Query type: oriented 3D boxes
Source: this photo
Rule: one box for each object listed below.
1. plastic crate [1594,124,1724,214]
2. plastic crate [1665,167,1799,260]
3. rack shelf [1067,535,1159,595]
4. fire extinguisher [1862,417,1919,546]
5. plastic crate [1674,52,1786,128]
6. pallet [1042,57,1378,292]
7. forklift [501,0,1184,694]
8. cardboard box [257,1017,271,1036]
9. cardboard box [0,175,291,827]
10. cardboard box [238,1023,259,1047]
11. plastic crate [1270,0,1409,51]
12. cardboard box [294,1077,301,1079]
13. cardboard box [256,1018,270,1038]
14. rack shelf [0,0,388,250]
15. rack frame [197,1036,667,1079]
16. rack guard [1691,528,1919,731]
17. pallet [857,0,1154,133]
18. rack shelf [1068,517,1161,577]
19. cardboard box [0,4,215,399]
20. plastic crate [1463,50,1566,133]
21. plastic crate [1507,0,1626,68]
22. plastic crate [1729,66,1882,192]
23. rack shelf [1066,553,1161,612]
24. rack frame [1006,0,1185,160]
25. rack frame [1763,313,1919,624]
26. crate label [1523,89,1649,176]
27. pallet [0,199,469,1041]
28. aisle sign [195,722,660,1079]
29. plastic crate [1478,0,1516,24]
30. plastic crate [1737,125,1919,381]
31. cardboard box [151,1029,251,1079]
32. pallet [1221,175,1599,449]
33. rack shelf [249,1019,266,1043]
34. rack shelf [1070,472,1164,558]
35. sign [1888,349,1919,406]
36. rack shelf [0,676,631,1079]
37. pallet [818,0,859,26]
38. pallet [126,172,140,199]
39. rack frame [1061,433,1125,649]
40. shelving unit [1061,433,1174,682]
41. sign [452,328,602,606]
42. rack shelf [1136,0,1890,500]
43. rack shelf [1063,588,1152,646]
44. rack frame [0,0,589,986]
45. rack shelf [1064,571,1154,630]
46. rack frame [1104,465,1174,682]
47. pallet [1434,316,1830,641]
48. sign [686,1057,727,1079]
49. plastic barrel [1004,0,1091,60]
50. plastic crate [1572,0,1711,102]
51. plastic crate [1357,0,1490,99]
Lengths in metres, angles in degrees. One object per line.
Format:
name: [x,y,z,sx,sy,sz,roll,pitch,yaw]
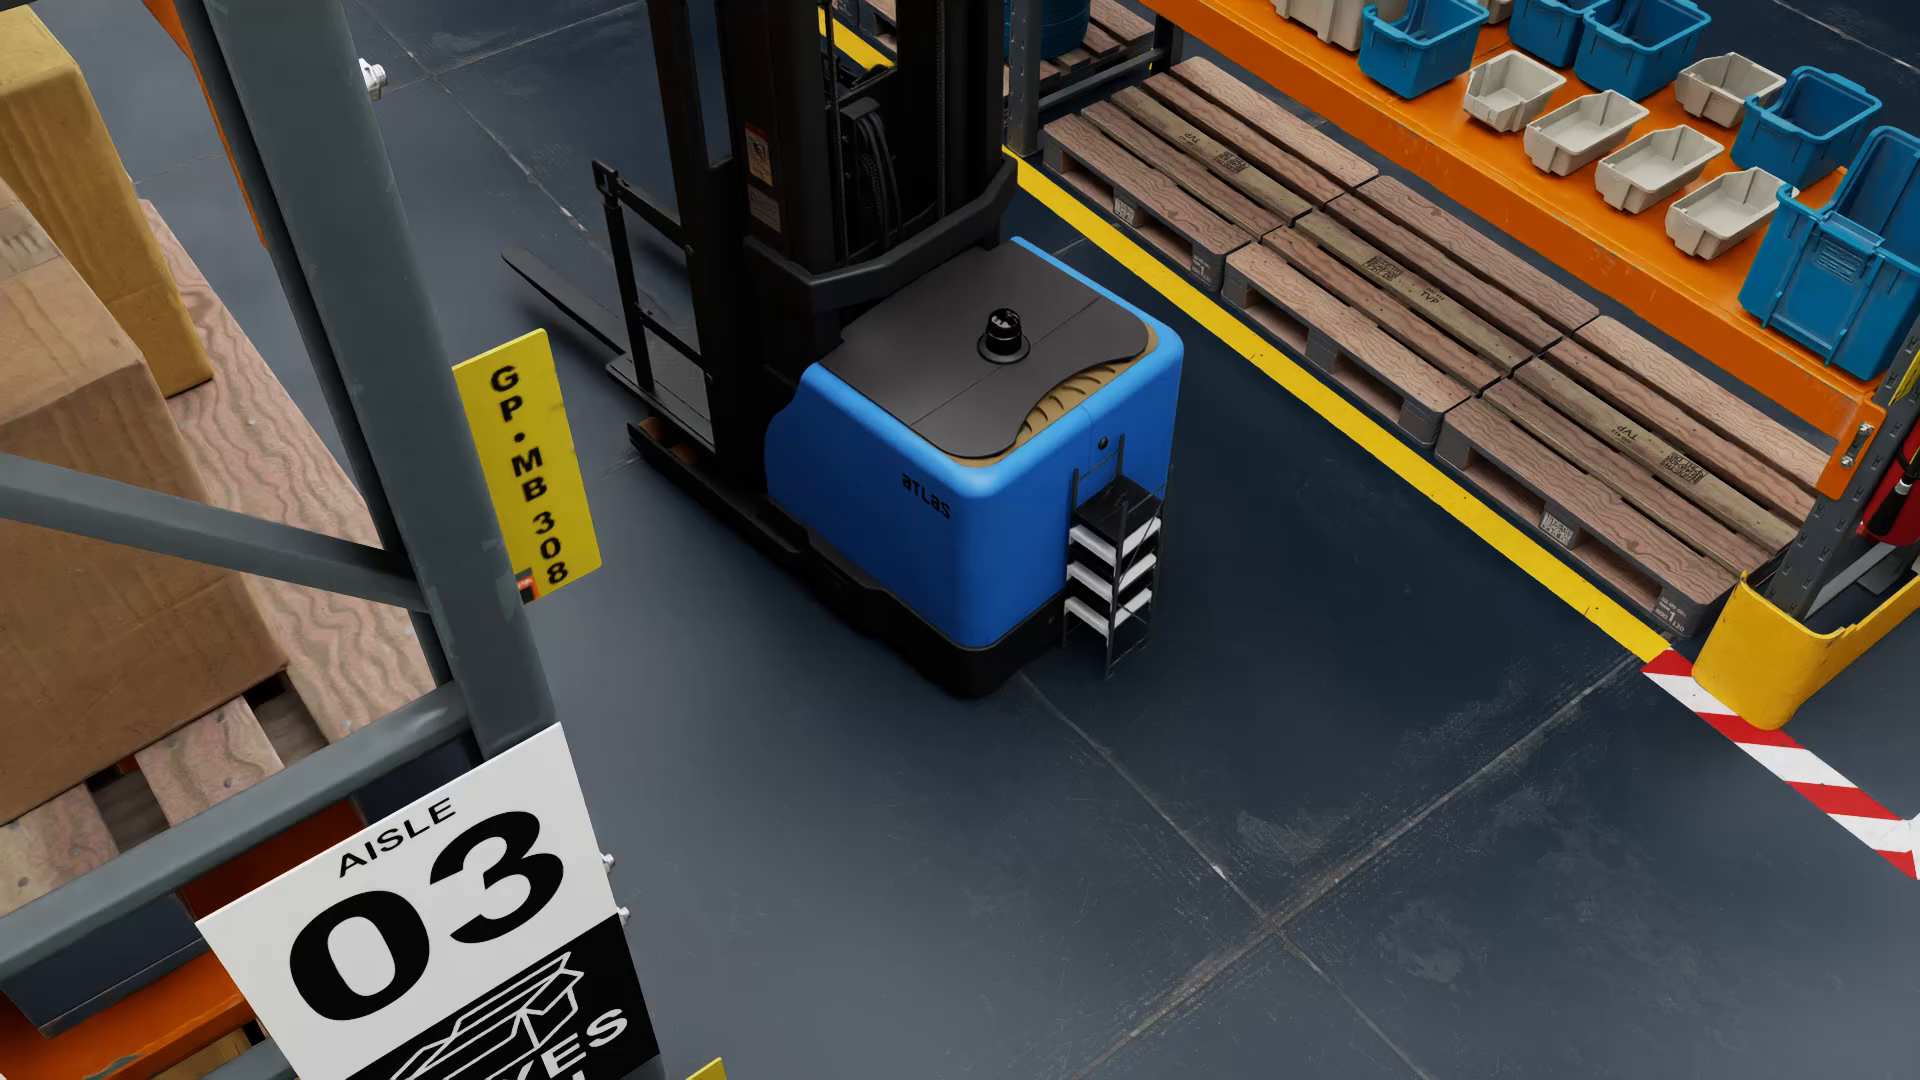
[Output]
plastic crate: [2.277,-1.218,5.467,0.396,0.136,0.243,-29,54,-24]
plastic crate: [2.441,-1.041,5.307,0.396,0.136,0.243,-29,54,-24]
rack shelf: [0.516,0.038,5.532,0.258,0.077,0.200,-36,57,-28]
fire extinguisher: [2.809,-0.266,4.770,0.296,0.674,0.183,-29,54,-24]
plastic crate: [2.652,-1.561,5.778,0.250,0.136,0.298,-29,54,-24]
pallet: [1.133,-1.716,7.663,1.003,0.211,1.213,-29,54,-24]
forklift: [-0.649,-1.444,5.581,1.130,2.935,3.031,-36,57,-28]
cardboard box: [-1.241,0.512,3.156,0.500,0.500,0.500,-31,55,-25]
cardboard box: [-1.220,0.014,1.770,0.700,0.500,0.500,-33,56,-26]
cardboard box: [-1.674,0.996,3.223,0.500,0.250,0.500,-30,55,-25]
plastic crate: [1.435,-2.066,6.138,0.437,0.282,0.530,-29,54,-24]
cardboard box: [-0.939,1.058,3.166,0.500,0.250,0.500,-31,55,-25]
cardboard box: [-1.259,0.755,3.442,0.500,0.250,0.500,-30,54,-24]
rack shelf: [-2.074,-1.306,2.116,1.077,0.370,4.000,-29,54,-24]
rack frame: [-0.863,1.512,2.855,1.000,3.000,0.127,-29,54,-24]
rack guard: [3.104,0.138,5.787,1.175,0.500,0.348,-29,54,-24]
pallet: [0.223,-2.605,8.470,1.003,0.211,1.213,-29,54,-24]
rack shelf: [0.516,-0.023,5.465,0.258,0.077,0.200,-36,57,-28]
cardboard box: [-1.465,-0.372,2.120,0.700,0.500,0.500,-31,55,-25]
plastic crate: [1.895,-1.538,5.757,0.298,0.136,0.250,-29,54,-24]
plastic crate: [2.213,-1.920,6.039,0.416,0.233,0.300,-29,54,-24]
plastic crate: [2.793,-1.355,5.526,0.416,0.233,0.300,-29,54,-24]
rack shelf: [0.516,0.098,5.598,0.258,0.077,0.200,-36,57,-28]
rack frame: [0.657,-3.068,7.007,1.000,3.000,0.127,-29,54,-24]
rack frame: [3.079,-0.710,4.869,1.000,3.000,0.127,-29,54,-24]
crate label: [2.089,-1.372,5.606,0.396,0.136,0.243,-29,54,-24]
pallet: [-1.320,0.101,2.169,1.003,0.211,1.213,-29,54,-24]
aisle sign: [-0.581,0.547,1.975,0.394,0.787,0.004,-29,54,-24]
plastic crate: [1.951,-2.108,6.274,0.293,0.136,0.466,-29,54,-24]
plastic crate: [2.728,-0.856,4.937,0.616,0.435,0.499,-29,54,-24]
cardboard box: [-1.367,1.041,2.676,0.500,0.500,0.500,-29,54,-24]
pallet: [1.876,-0.996,7.010,1.003,0.211,1.213,-29,54,-24]
rack shelf: [-2.074,0.574,4.190,1.077,0.370,4.000,-29,54,-24]
rack shelf: [0.516,-0.083,5.398,0.258,0.077,0.200,-36,57,-28]
sign: [2.651,-0.508,4.576,0.100,0.325,0.005,-29,54,-24]
rack shelf: [-2.074,-0.433,3.079,1.077,0.370,4.000,-29,54,-24]
pallet: [-0.520,-3.325,9.122,1.003,0.211,1.213,-29,54,-24]
pallet: [-2.063,-0.618,2.821,1.003,0.211,1.213,-29,54,-24]
rack frame: [0.445,0.023,5.622,0.240,0.900,0.006,-36,57,-28]
shelving unit: [0.516,0.076,5.574,0.258,0.900,0.210,-36,57,-28]
sign: [-0.418,-0.061,1.613,0.100,0.325,0.005,-29,54,-24]
rack shelf: [1.868,-1.648,6.205,1.077,0.370,4.000,-29,54,-24]
rack shelf: [0.516,0.219,5.732,0.258,0.077,0.200,-36,57,-28]
rack frame: [-0.863,-0.503,0.632,1.000,3.000,0.127,-29,54,-24]
rack shelf: [0.516,0.159,5.665,0.258,0.077,0.200,-36,57,-28]
rack frame: [0.588,0.129,5.525,0.240,0.900,0.006,-36,57,-28]
pallet: [2.611,-0.277,6.359,1.003,0.211,1.213,-29,54,-24]
sign: [-0.418,0.949,2.727,0.100,0.325,0.005,-29,54,-24]
plastic barrel: [0.341,-2.833,7.927,0.600,0.901,0.708,-29,54,-24]
plastic crate: [2.394,-1.743,5.878,0.416,0.233,0.300,-29,54,-24]
plastic crate: [1.631,-1.770,5.902,0.416,0.233,0.300,-29,54,-24]
